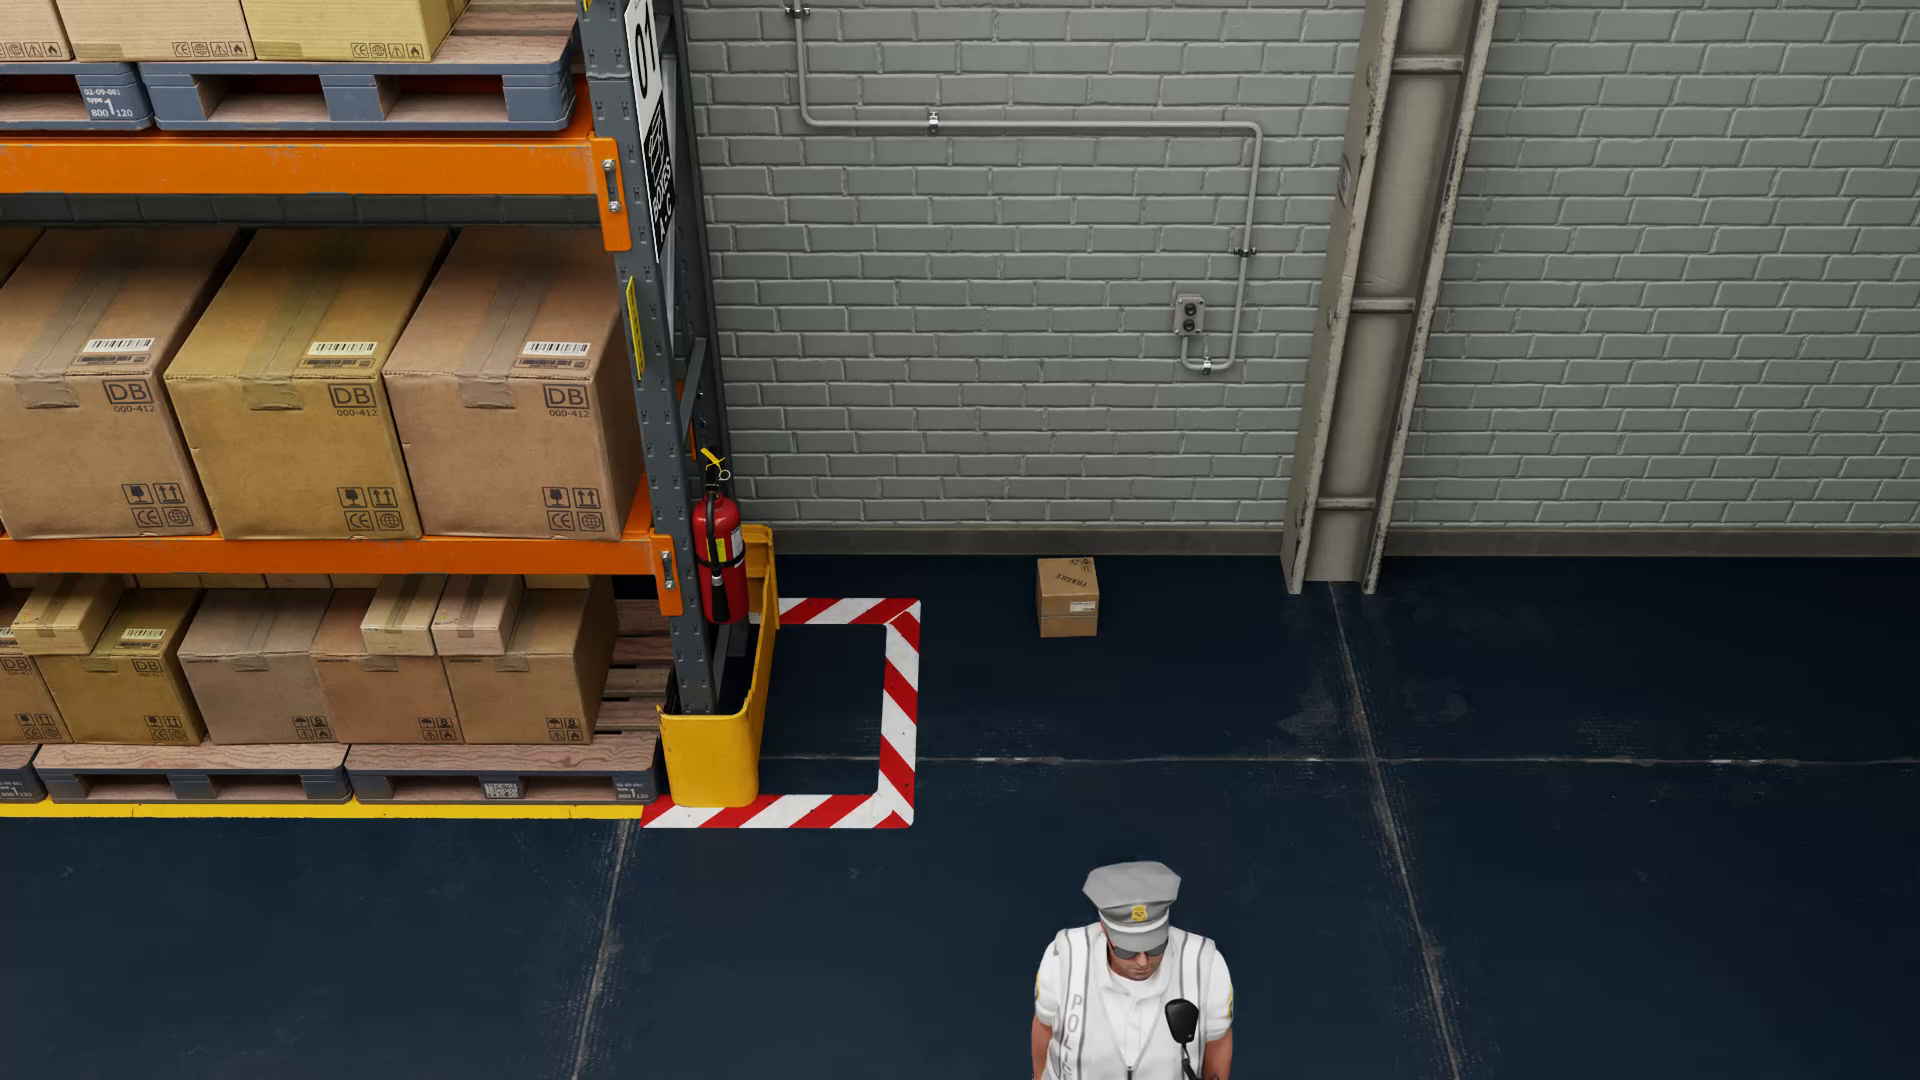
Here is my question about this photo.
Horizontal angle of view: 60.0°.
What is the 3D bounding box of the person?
[{"bbox_3d":[0.466,1.511,4.627,0.544,1.742,0.823,2,39,2],"label":"person"}]
